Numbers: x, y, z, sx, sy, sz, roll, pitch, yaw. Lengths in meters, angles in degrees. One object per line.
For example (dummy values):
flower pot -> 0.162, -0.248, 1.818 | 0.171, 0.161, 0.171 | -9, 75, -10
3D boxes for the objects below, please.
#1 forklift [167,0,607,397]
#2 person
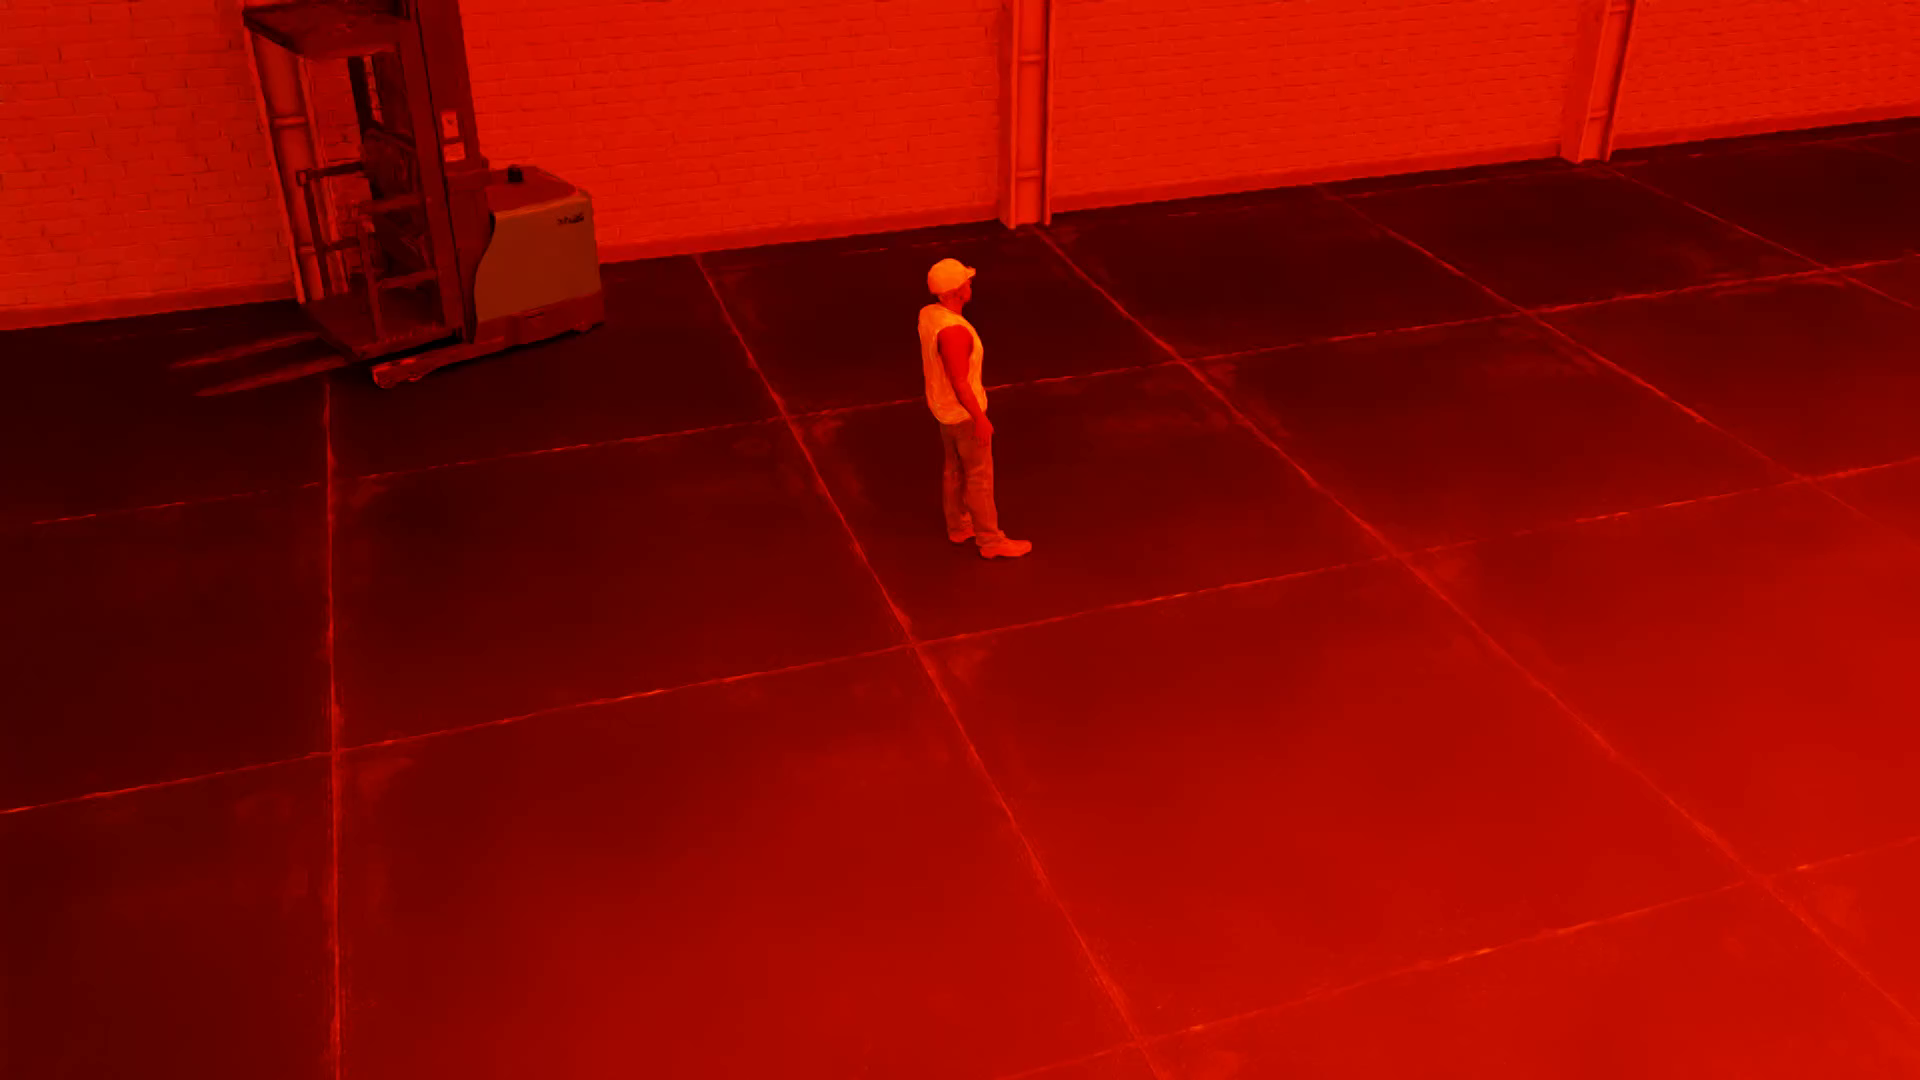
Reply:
forklift -> -4.201, -2.651, 11.695 | 3.031, 2.935, 1.130 | -22, 36, -33
person -> 0.068, -0.780, 9.597 | 0.576, 1.766, 0.665 | -10, 31, -16
